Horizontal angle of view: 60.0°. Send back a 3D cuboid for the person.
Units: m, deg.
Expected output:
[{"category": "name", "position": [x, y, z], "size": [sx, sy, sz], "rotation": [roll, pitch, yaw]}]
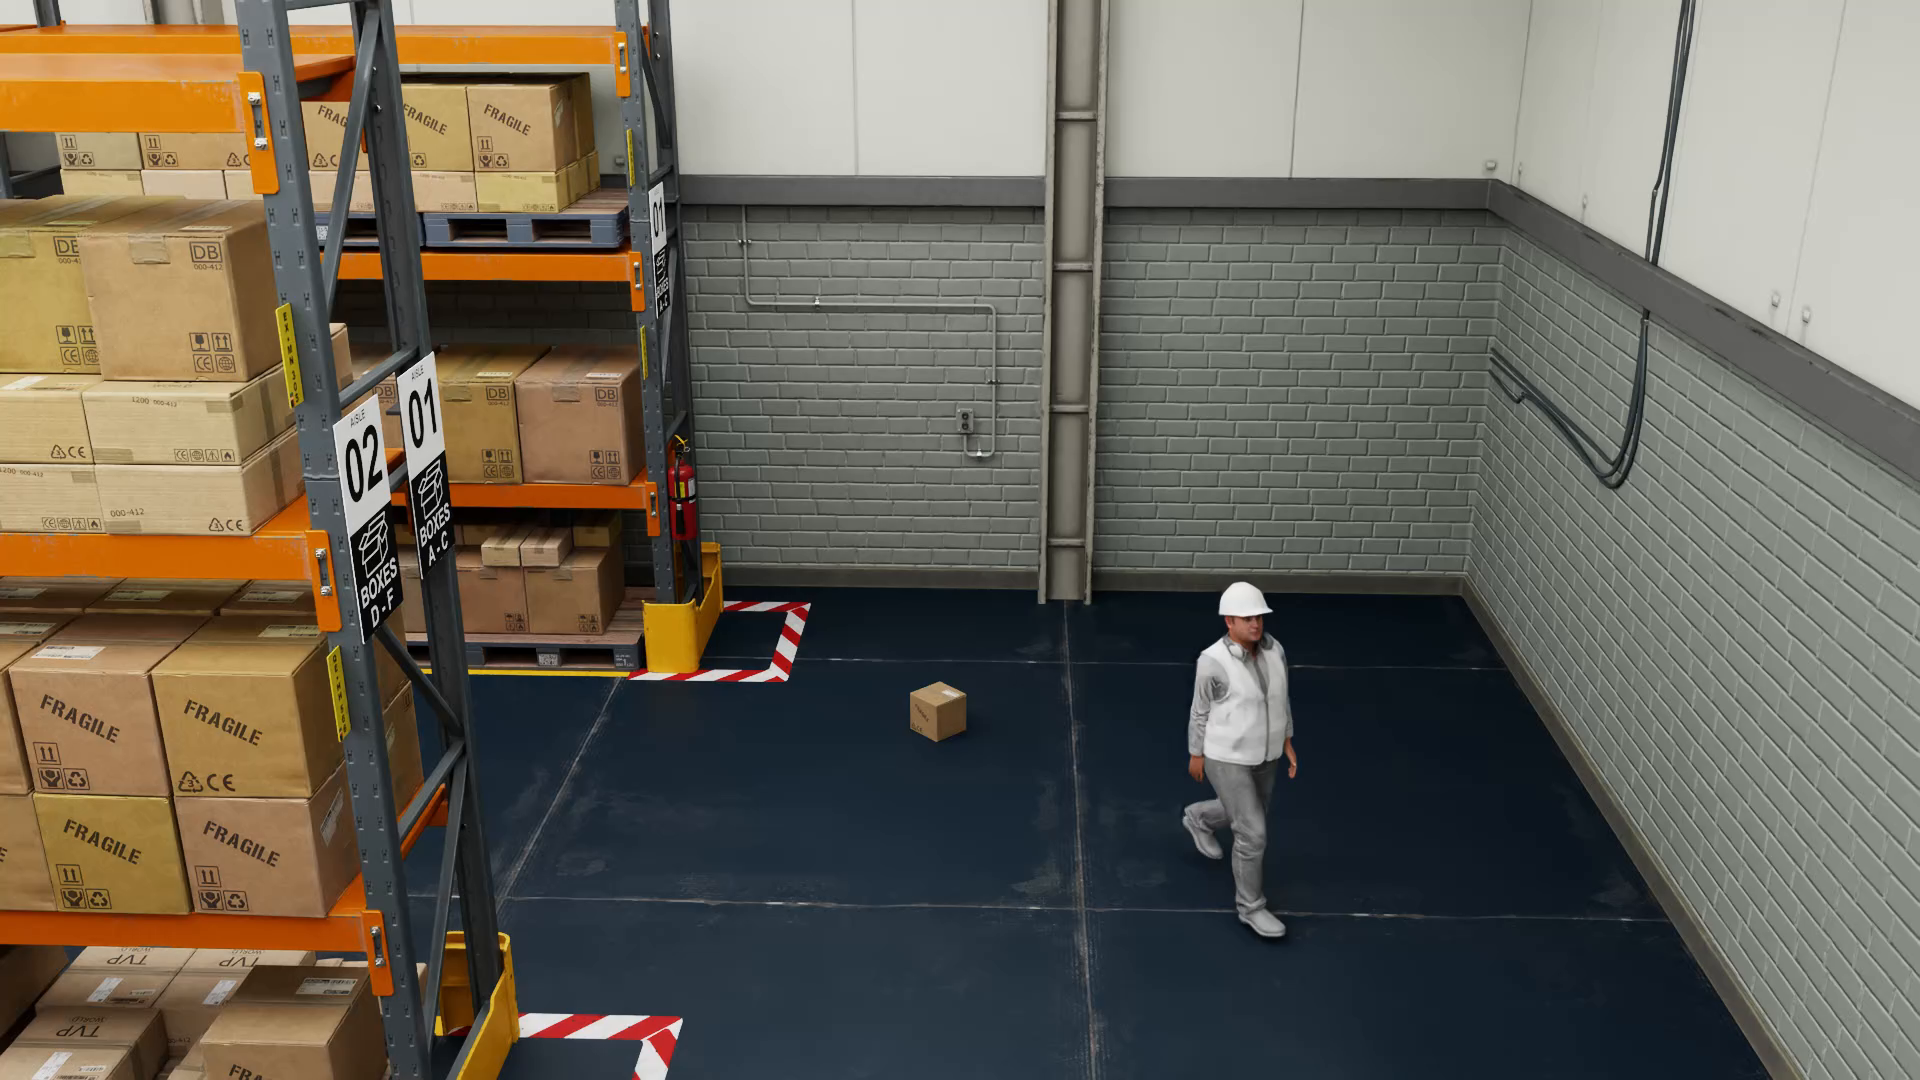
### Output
[{"category": "person", "position": [1.395, 1.027, 8.305], "size": [0.531, 1.738, 0.938], "rotation": [-13, 24, -31]}]
